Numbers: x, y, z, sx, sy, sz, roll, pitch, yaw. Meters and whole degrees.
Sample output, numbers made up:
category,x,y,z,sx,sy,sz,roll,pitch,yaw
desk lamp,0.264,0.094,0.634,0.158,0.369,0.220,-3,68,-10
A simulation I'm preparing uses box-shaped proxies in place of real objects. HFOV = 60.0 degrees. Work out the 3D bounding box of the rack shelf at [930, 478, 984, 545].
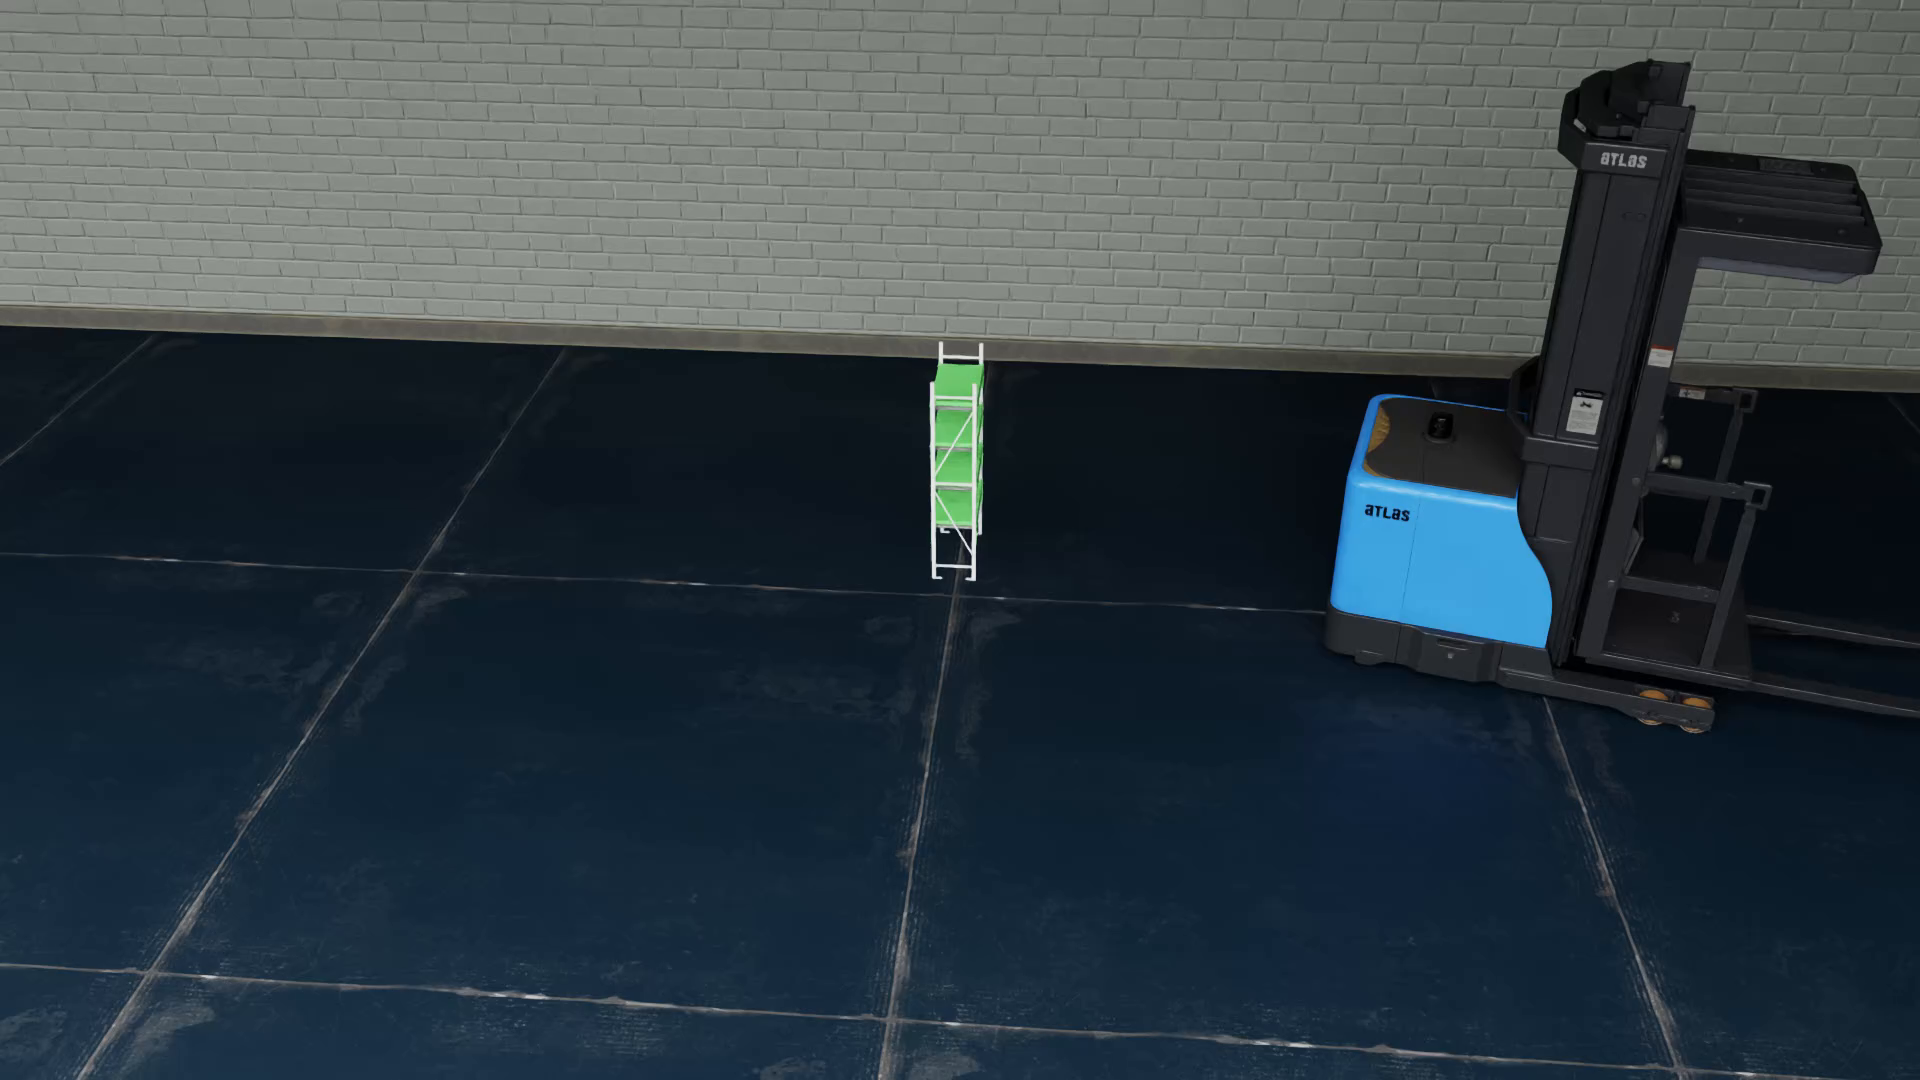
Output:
category,x,y,z,sx,sy,sz,roll,pitch,yaw
rack shelf,-0.013,-0.166,9.234,0.258,0.148,0.480,2,32,4

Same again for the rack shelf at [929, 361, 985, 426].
category,x,y,z,sx,sy,sz,roll,pitch,yaw
rack shelf,-0.014,-0.778,8.857,0.258,0.148,0.480,2,32,4

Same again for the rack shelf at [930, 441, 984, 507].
category,x,y,z,sx,sy,sz,roll,pitch,yaw
rack shelf,-0.013,-0.370,9.109,0.258,0.148,0.480,2,32,4

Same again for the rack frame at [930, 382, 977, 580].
category,x,y,z,sx,sy,sz,roll,pitch,yaw
rack frame,-0.033,-0.297,8.868,0.240,1.200,0.015,2,32,4

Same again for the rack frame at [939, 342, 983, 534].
category,x,y,z,sx,sy,sz,roll,pitch,yaw
rack frame,0.006,-0.552,9.282,0.240,1.200,0.015,2,32,4

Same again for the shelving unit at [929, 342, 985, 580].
category,x,y,z,sx,sy,sz,roll,pitch,yaw
shelving unit,-0.013,-0.424,9.075,0.258,1.200,0.503,2,32,4

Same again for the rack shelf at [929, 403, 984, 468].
category,x,y,z,sx,sy,sz,roll,pitch,yaw
rack shelf,-0.014,-0.574,8.983,0.258,0.148,0.480,2,32,4

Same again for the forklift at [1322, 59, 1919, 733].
category,x,y,z,sx,sy,sz,roll,pitch,yaw
forklift,3.435,-0.632,7.762,3.031,2.935,1.130,10,33,16
